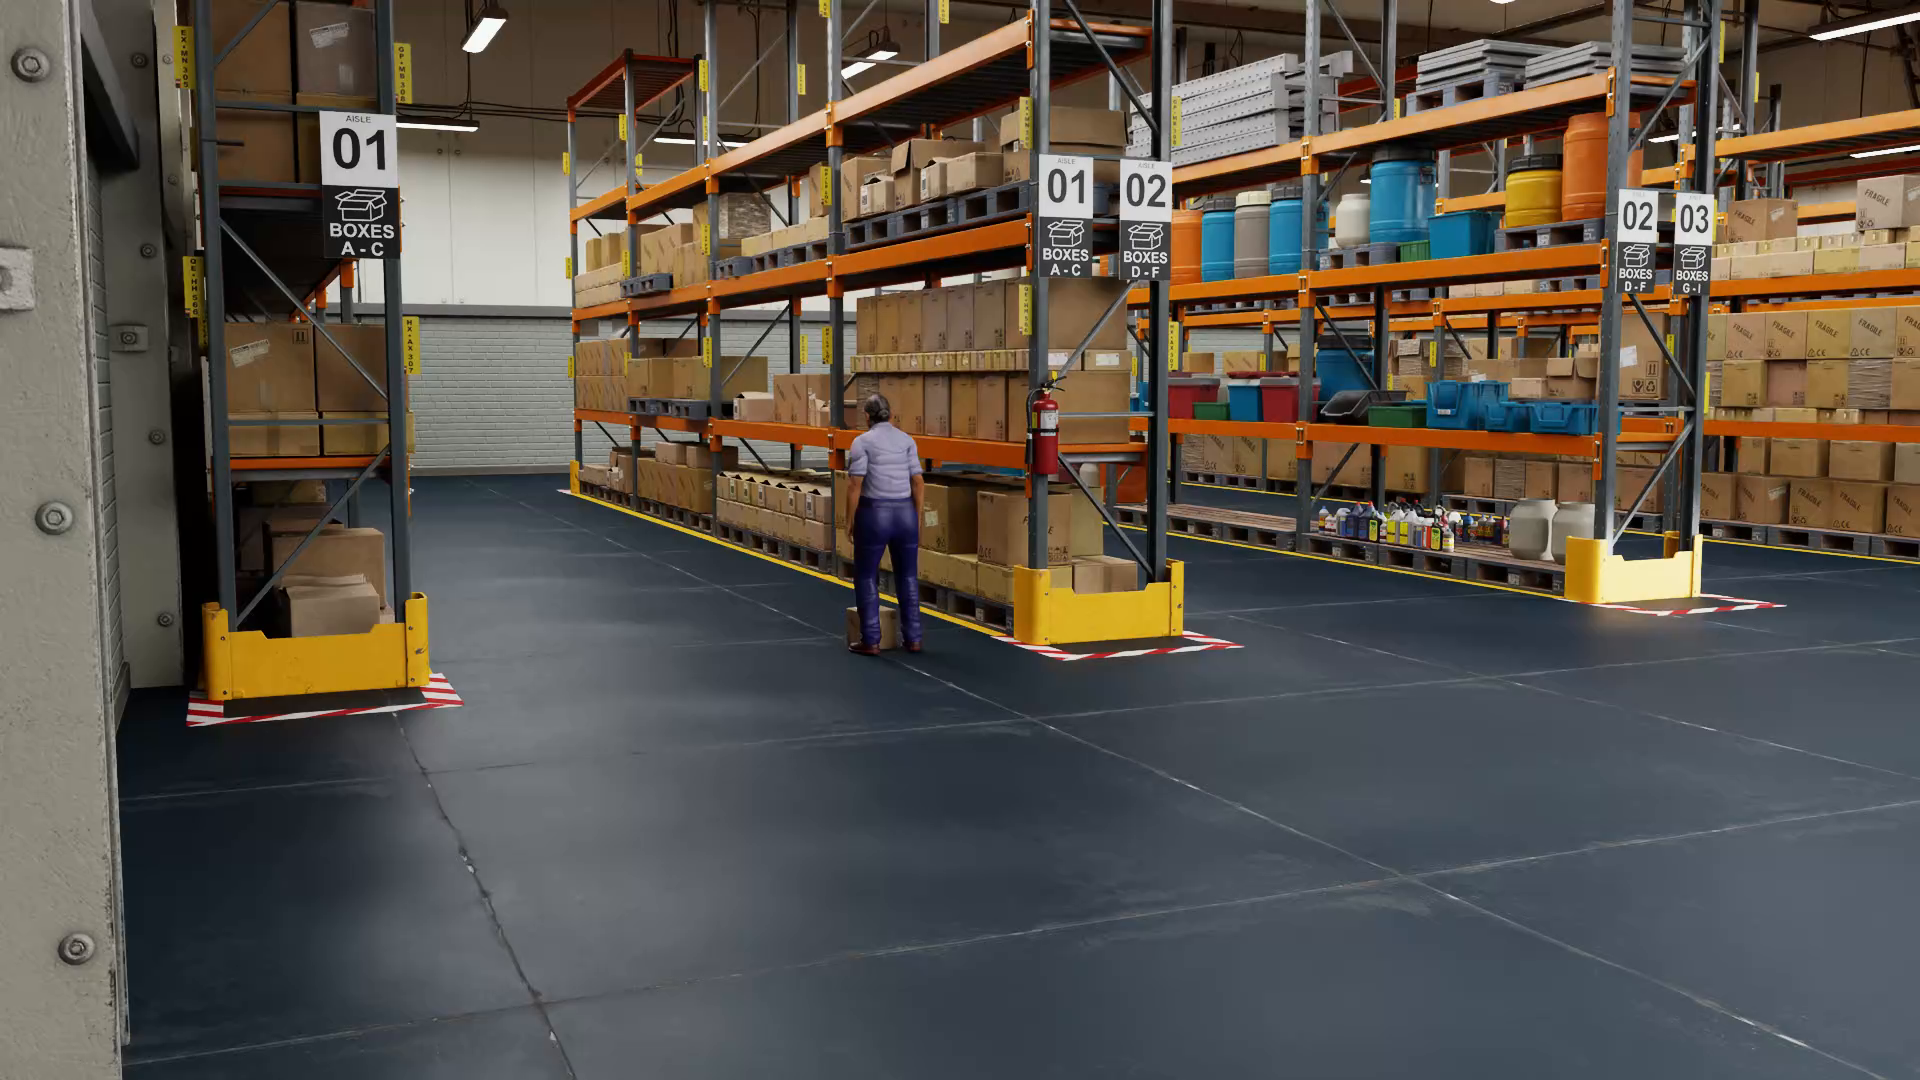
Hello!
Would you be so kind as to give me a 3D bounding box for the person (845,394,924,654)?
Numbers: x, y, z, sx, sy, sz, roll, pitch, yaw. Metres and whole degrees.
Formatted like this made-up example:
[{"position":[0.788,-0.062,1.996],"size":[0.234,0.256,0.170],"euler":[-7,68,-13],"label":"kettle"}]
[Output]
[{"position":[-0.473,-0.102,10.599],"size":[0.541,1.652,0.368],"euler":[-2,6,-24],"label":"person"}]
